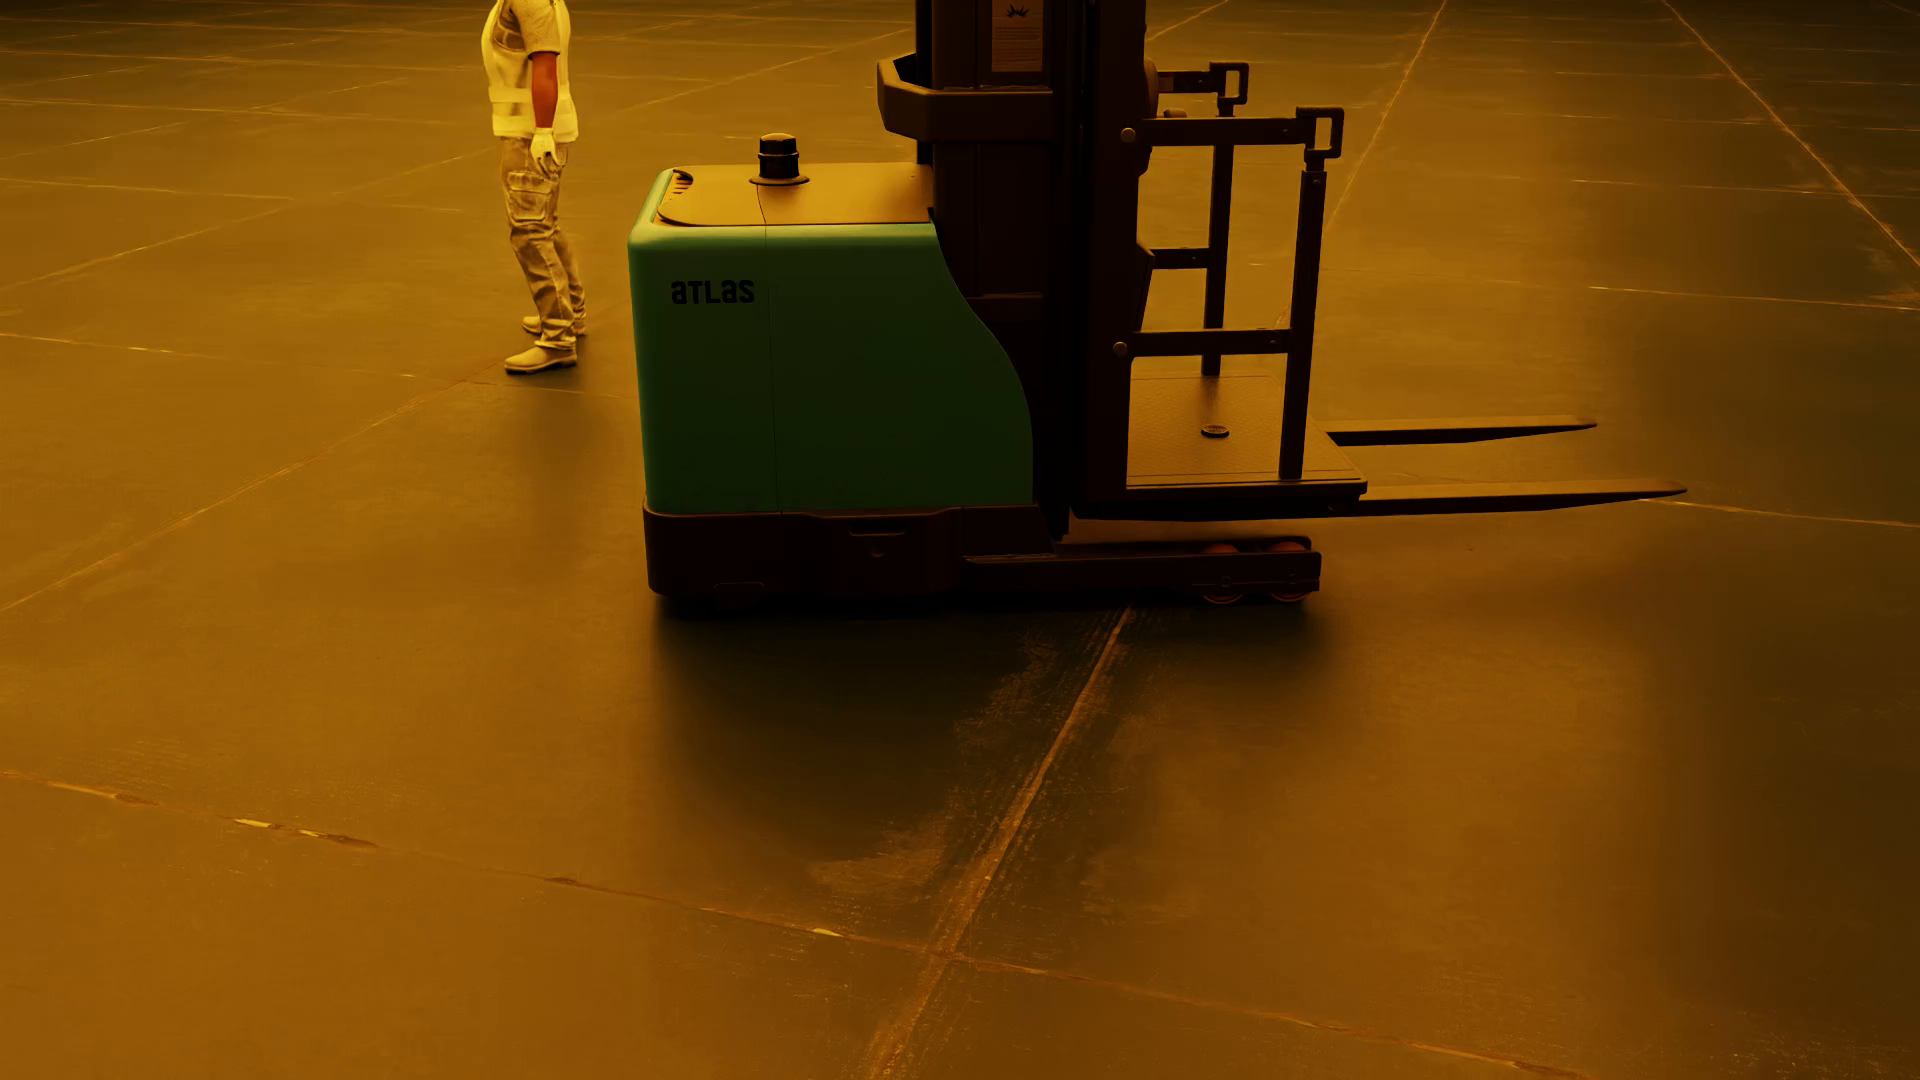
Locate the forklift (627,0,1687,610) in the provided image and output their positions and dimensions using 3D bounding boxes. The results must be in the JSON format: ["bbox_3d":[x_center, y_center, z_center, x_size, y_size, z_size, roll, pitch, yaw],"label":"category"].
[{"bbox_3d":[0.606,-1.374,4.608,3.031,2.935,1.130,-2,23,-4],"label":"forklift"}]

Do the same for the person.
[{"bbox_3d":[-1.752,-1.648,6.803,0.383,1.767,0.808,-3,23,-7],"label":"person"}]
